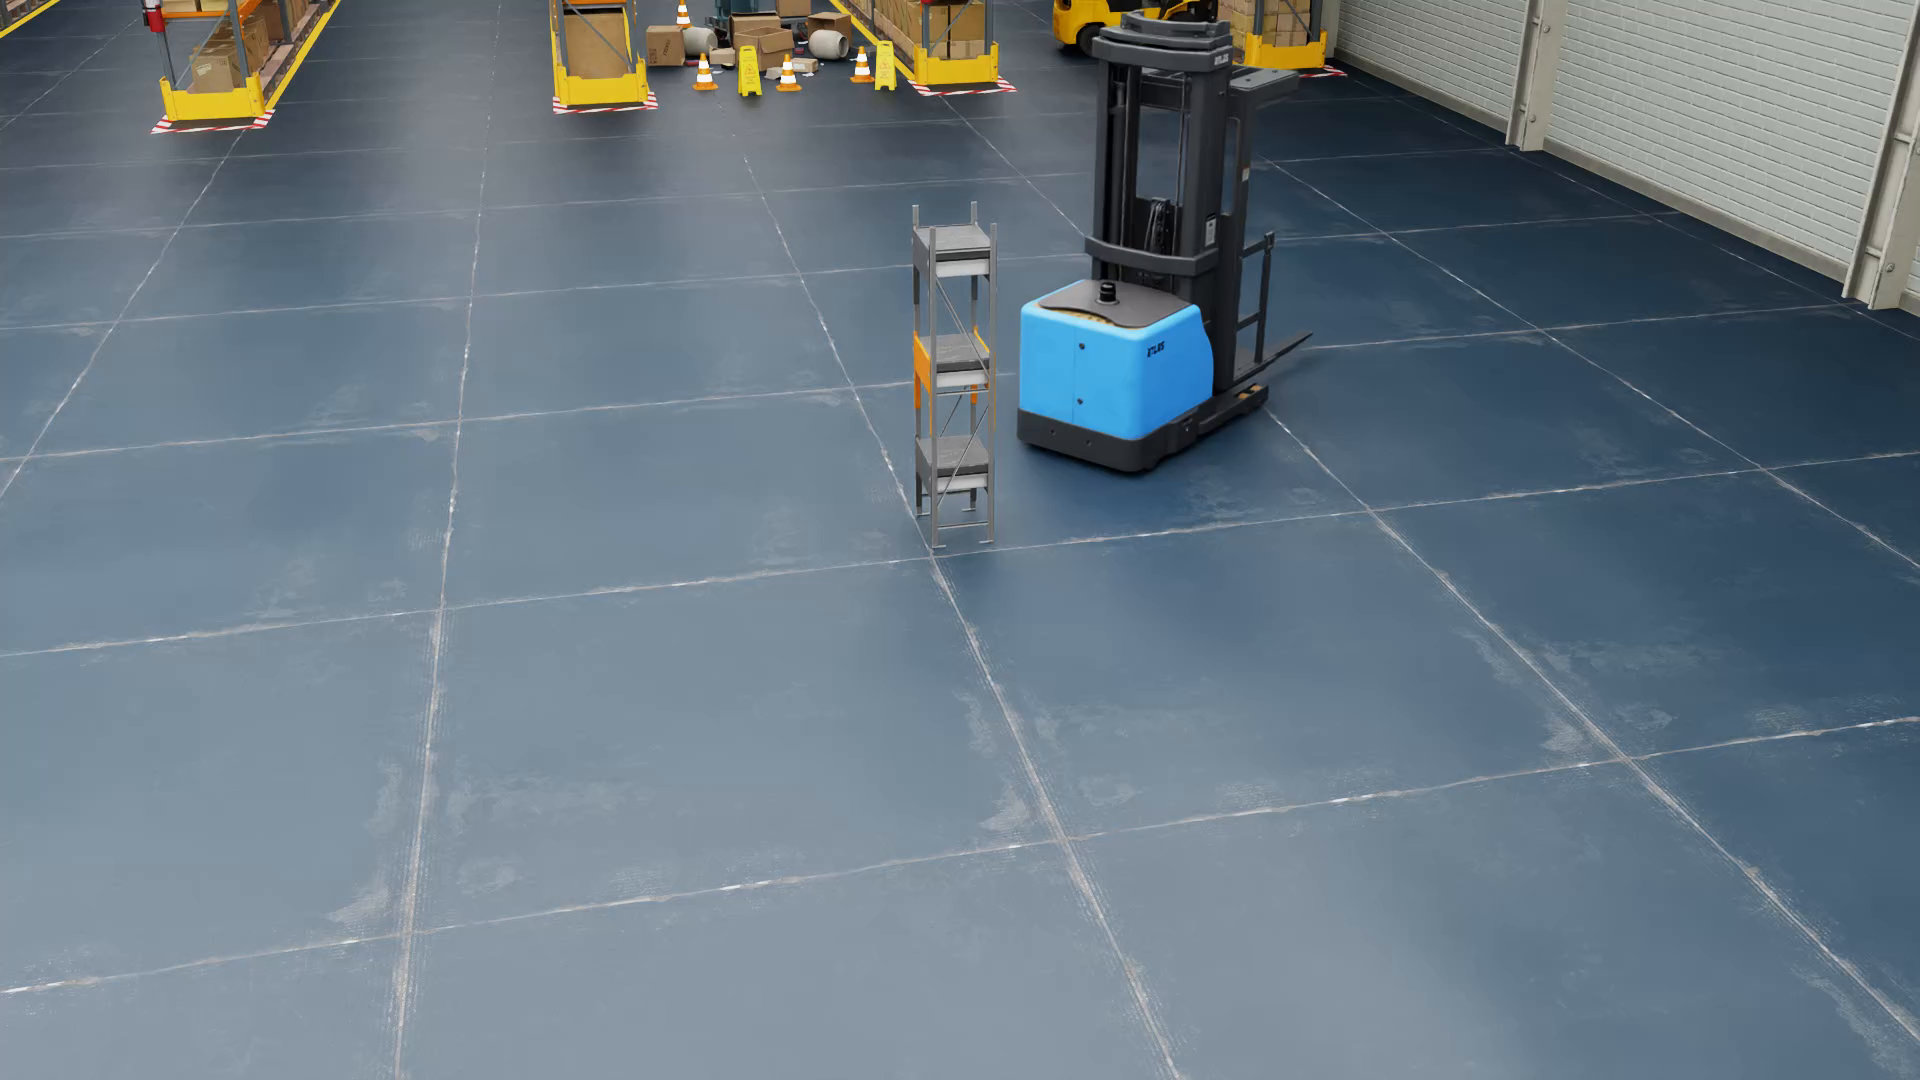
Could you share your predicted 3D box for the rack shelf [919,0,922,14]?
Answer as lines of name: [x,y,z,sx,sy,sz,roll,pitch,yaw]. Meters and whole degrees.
rack shelf: [-0.487,-8.415,24.891,1.077,0.370,4.000,-6,27,-12]

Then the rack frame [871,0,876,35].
rack frame: [-0.938,-9.614,26.468,1.000,3.000,0.127,-6,27,-12]

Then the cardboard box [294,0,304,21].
cardboard box: [-11.052,-8.662,26.867,0.700,0.500,0.500,-4,27,-7]

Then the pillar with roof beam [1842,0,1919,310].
pillar with roof beam: [4.030,-5.734,12.123,9.100,9.000,0.400,-6,27,-12]

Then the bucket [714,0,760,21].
bucket: [-3.461,-8.458,26.125,0.726,0.611,0.620,3,17,6]

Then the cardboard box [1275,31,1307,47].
cardboard box: [4.879,-7.559,24.983,0.500,0.250,0.500,-6,27,-11]

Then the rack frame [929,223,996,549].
rack frame: [0.018,-0.903,10.209,0.400,2.100,0.015,-6,27,-12]

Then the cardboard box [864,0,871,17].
cardboard box: [-1.058,-8.858,27.422,0.950,0.372,0.625,-6,27,-11]

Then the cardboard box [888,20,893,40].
cardboard box: [-0.814,-7.822,25.503,0.500,0.250,0.500,-6,27,-12]

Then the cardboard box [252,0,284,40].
cardboard box: [-10.710,-7.960,25.477,0.700,0.500,0.500,-8,28,-16]

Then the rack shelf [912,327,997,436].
rack shelf: [-0.037,-0.998,10.427,0.431,0.518,0.480,-6,27,-12]

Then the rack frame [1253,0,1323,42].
rack frame: [4.799,-8.364,23.991,1.000,3.000,0.127,-6,27,-12]

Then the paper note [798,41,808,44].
paper note: [-2.480,-7.883,26.333,0.148,0.019,0.142,-6,27,-12]

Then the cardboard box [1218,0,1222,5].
cardboard box: [4.147,-8.384,25.508,0.500,0.250,0.500,-6,27,-11]

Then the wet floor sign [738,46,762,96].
wet floor sign: [-2.900,-6.448,22.809,0.267,0.644,0.232,-11,29,-20]

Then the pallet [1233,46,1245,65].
pallet: [4.586,-7.450,25.276,1.003,0.211,1.213,-6,27,-12]

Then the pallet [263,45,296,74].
pallet: [-10.407,-7.071,24.526,1.003,0.211,1.213,-6,27,-12]

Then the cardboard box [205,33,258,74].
cardboard box: [-10.106,-6.735,23.072,0.500,0.500,0.500,-3,27,-7]

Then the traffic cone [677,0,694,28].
traffic cone: [-4.569,-8.676,27.426,0.336,0.463,0.334,-6,27,-12]

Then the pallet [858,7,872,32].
pallet: [-1.114,-8.711,27.774,1.003,0.211,1.213,-6,27,-12]

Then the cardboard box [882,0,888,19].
cardboard box: [-0.936,-8.388,25.794,0.500,0.500,0.500,-5,27,-10]

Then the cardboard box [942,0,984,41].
cardboard box: [0.046,-7.545,24.123,0.500,0.500,0.500,-7,28,-13]

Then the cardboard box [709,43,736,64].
cardboard box: [-3.556,-7.279,24.876,0.396,0.266,0.258,-1,27,-3]

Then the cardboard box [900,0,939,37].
cardboard box: [-0.592,-7.707,24.443,0.500,0.500,0.500,-5,27,-10]

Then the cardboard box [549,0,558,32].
cardboard box: [-5.965,-8.513,26.319,1.050,0.750,0.750,-6,27,-12]

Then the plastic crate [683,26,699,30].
plastic crate: [-4.422,-7.894,26.118,0.450,0.188,0.662,-2,25,20]

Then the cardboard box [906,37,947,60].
cardboard box: [-0.486,-7.156,24.184,0.500,0.250,0.500,-6,27,-12]

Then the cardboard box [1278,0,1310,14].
cardboard box: [4.875,-8.000,24.747,0.500,0.250,0.500,-6,27,-12]

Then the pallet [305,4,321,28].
pallet: [-11.319,-8.776,27.902,1.003,0.211,1.213,-6,27,-12]

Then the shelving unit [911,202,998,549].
shelving unit: [-0.037,-1.010,10.421,0.431,2.100,0.503,-6,27,-12]

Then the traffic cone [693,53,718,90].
traffic cone: [-3.572,-6.556,23.225,0.336,0.463,0.334,-6,27,-12]

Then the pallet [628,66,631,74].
pallet: [-5.092,-6.409,23.214,1.003,0.211,1.213,-6,27,-12]

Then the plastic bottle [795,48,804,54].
plastic bottle: [-2.474,-7.545,25.631,0.133,0.061,0.283,-1,27,-3]

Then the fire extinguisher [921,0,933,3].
fire extinguisher: [-0.459,-7.726,22.814,0.296,0.674,0.183,-6,27,-12]

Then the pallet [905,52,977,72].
pallet: [-0.202,-7.007,24.397,1.003,0.211,1.213,-6,27,-12]

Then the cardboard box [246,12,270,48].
cardboard box: [-10.541,-7.499,24.587,0.500,0.500,0.500,-7,28,-13]

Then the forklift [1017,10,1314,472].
forklift: [1.713,-2.380,12.212,1.130,2.935,3.031,19,33,33]

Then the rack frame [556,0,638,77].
rack frame: [-4.836,-7.311,21.906,1.000,3.000,0.127,-6,27,-12]

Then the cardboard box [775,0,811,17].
cardboard box: [-2.665,-8.642,26.477,0.500,0.500,0.500,-6,27,-12]

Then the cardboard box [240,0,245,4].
cardboard box: [-9.603,-7.112,21.790,0.380,0.149,0.250,-6,27,-12]

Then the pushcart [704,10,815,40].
pushcart: [-3.148,-8.190,26.557,1.648,0.377,0.936,-16,31,-29]

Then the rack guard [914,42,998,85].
rack guard: [-0.053,-6.775,23.619,1.175,0.500,0.348,-6,27,-12]

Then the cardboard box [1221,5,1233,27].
cardboard box: [4.282,-7.950,25.202,0.500,0.250,0.500,-6,27,-12]
